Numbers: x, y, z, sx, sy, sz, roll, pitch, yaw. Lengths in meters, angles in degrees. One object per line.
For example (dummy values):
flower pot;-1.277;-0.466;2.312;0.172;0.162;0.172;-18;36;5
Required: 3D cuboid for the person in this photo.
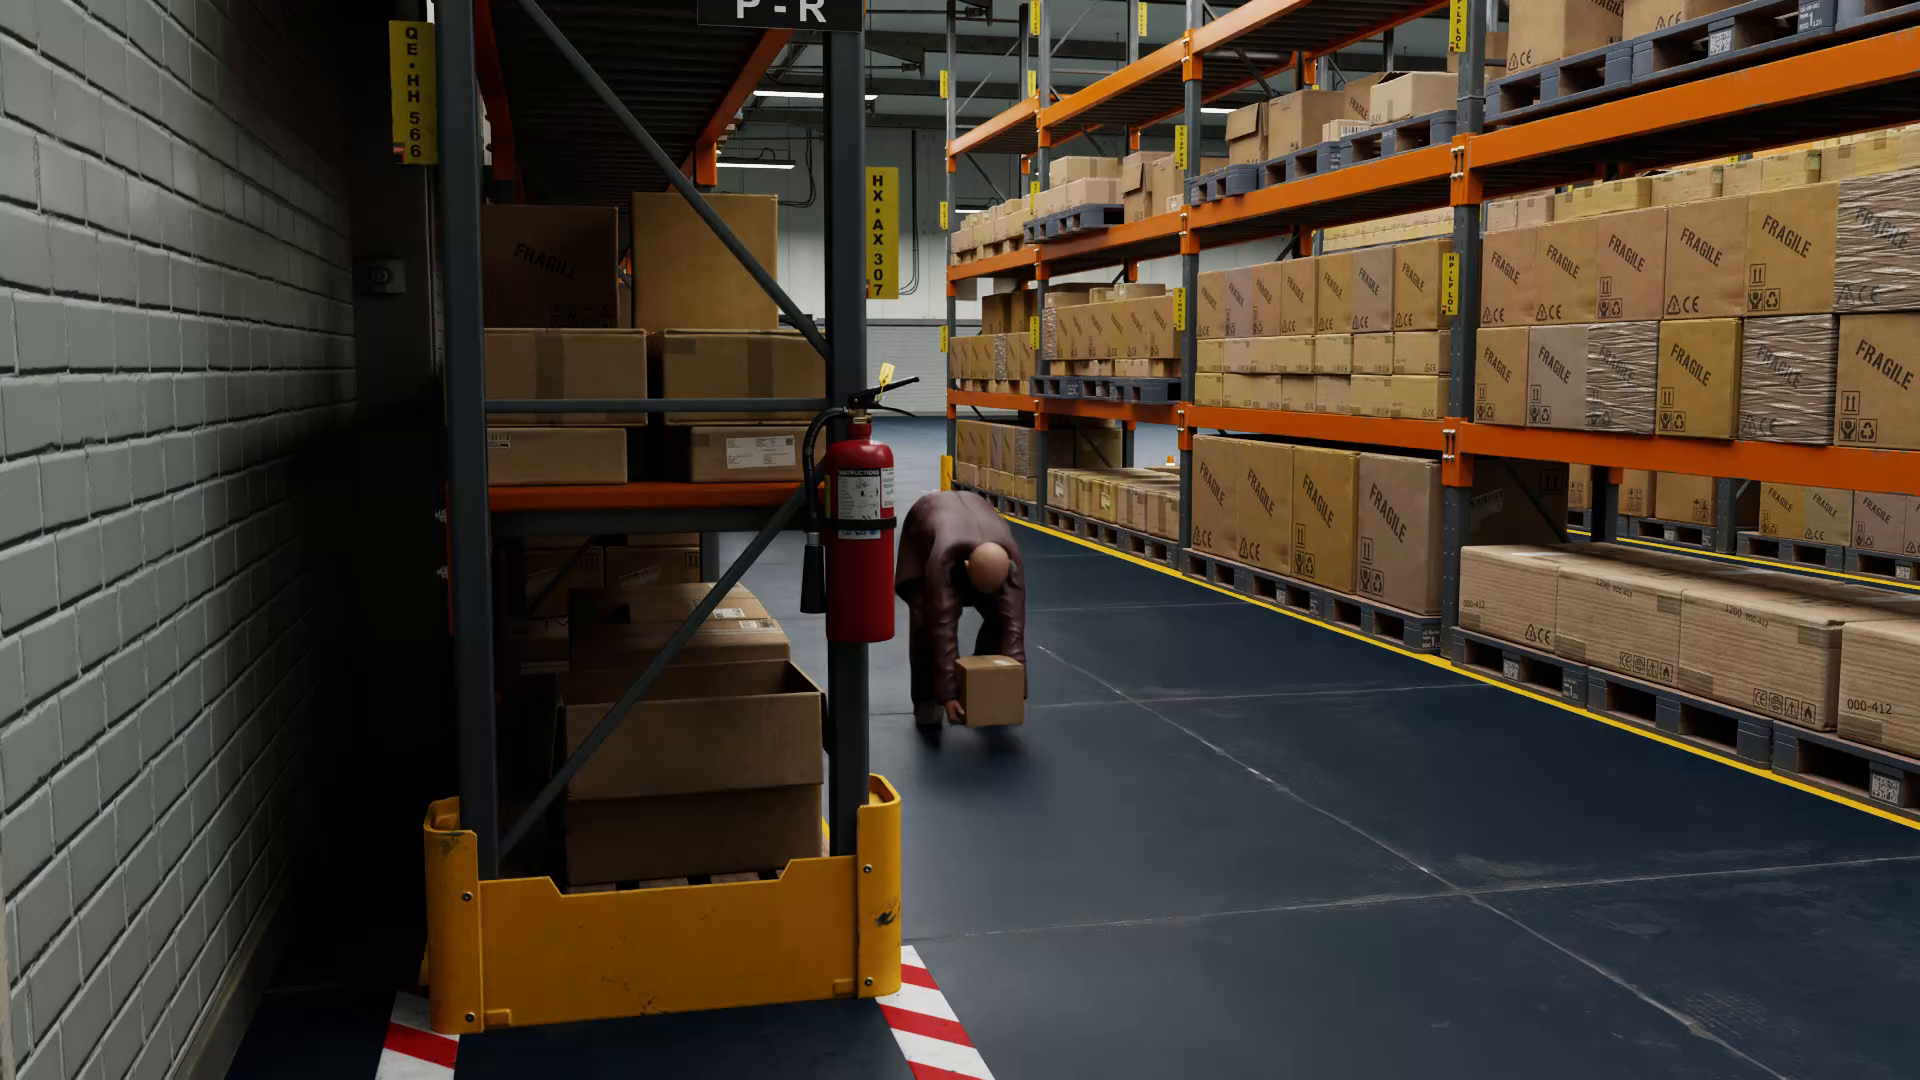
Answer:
person;0.035;0.320;7.320;0.585;1.047;0.978;-2;6;-16
